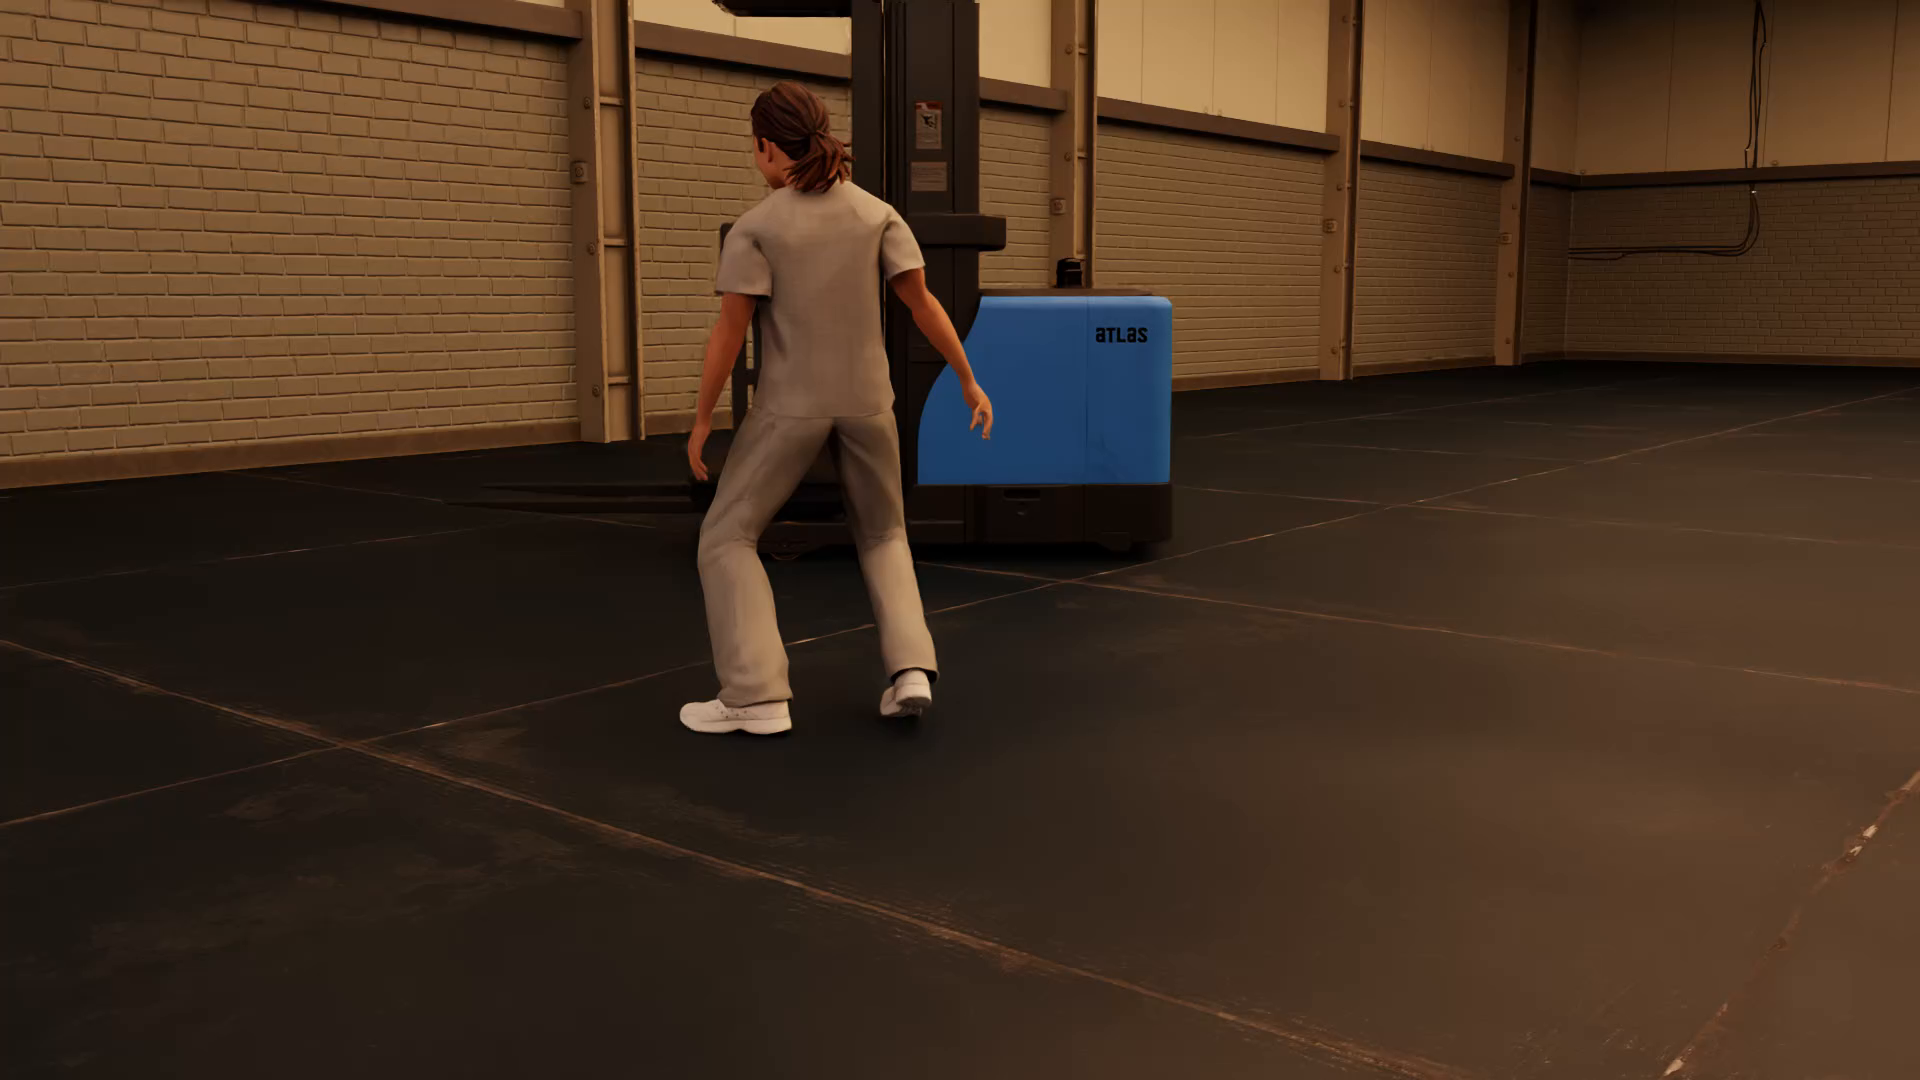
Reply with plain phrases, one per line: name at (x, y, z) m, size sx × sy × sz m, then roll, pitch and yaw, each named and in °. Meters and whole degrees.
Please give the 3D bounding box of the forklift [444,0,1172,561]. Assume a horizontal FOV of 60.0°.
forklift at (-0.645, -1.440, 7.120) m, size 3.031 × 2.935 × 1.130 m, roll 0°, pitch 8°, yaw -2°

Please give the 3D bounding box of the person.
person at (-0.305, -0.325, 4.141) m, size 0.799 × 1.598 × 0.477 m, roll -3°, pitch 9°, yaw -17°
